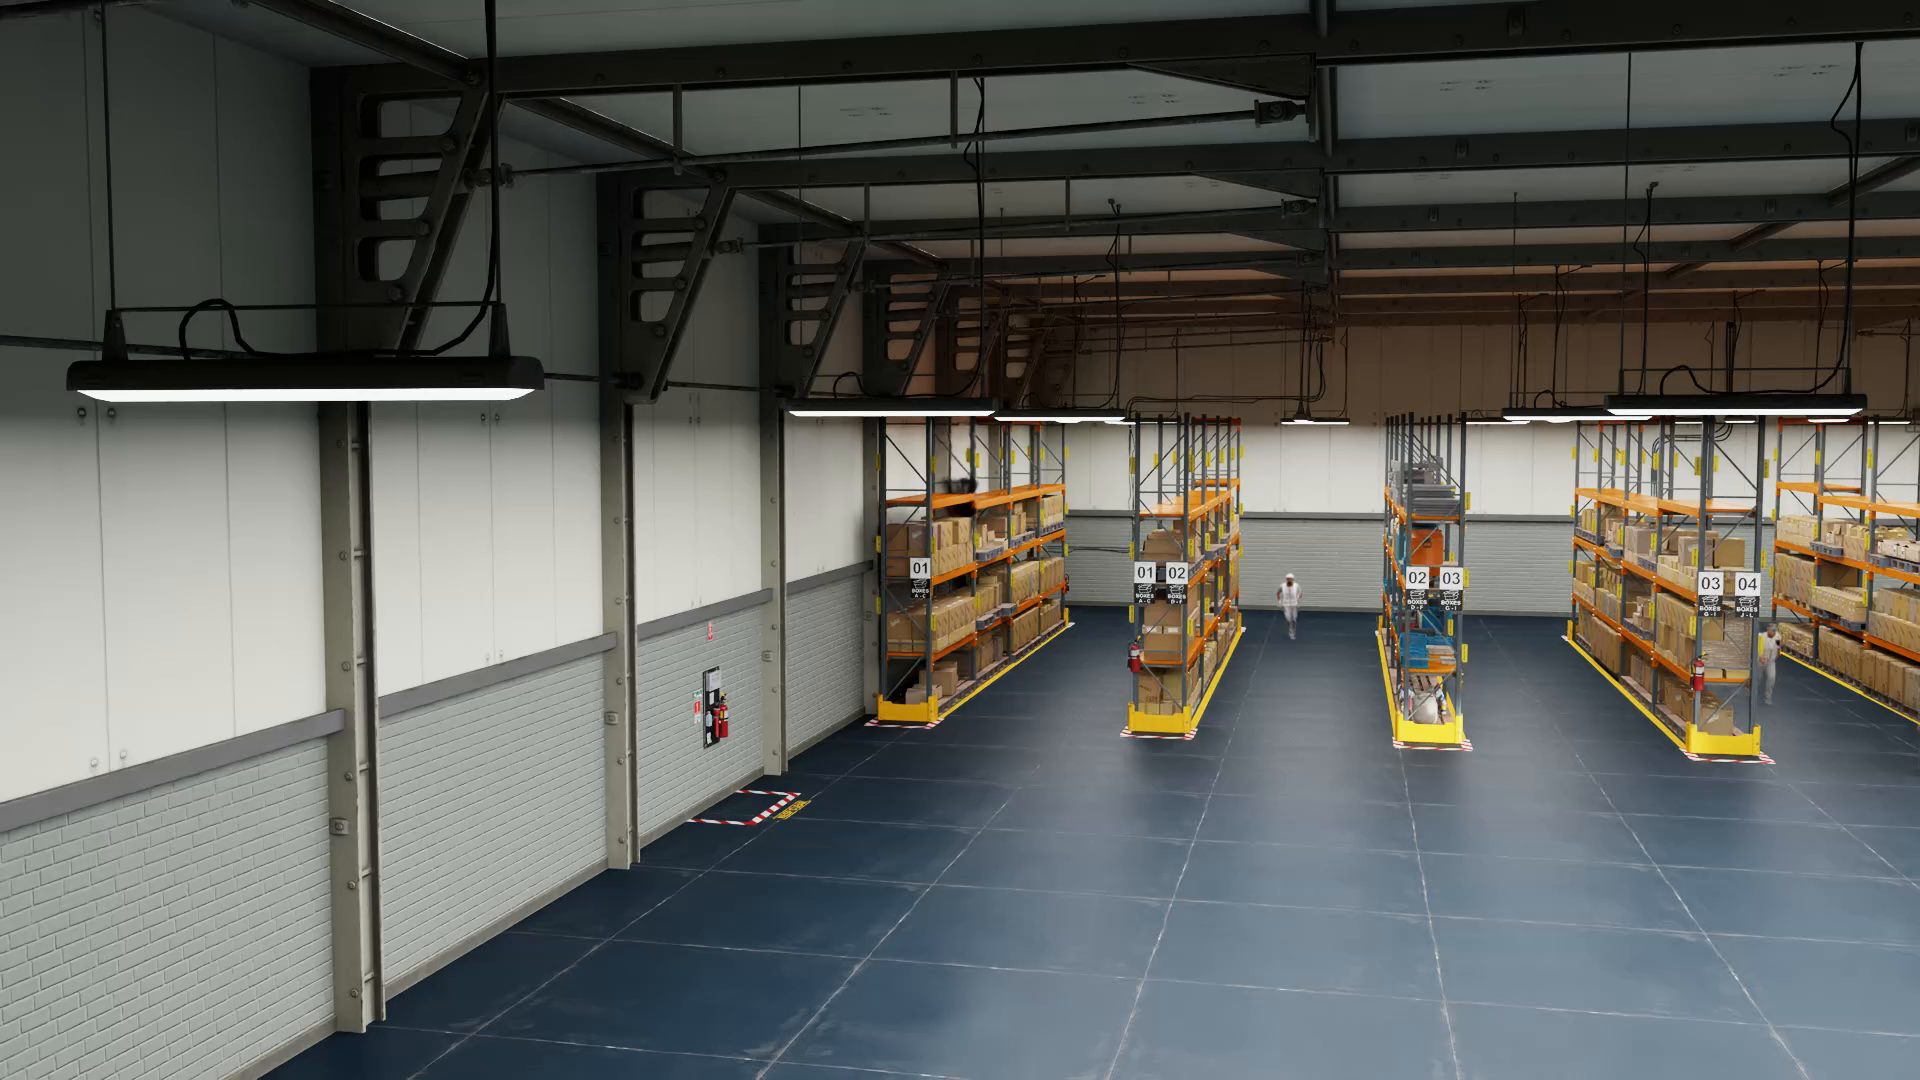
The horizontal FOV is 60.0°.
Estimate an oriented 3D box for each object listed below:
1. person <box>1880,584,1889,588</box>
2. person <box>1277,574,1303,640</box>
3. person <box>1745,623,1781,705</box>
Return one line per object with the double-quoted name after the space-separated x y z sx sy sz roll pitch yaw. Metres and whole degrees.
23.011 1.994 41.386 0.660 1.790 0.984 0 4 7 "person"
8.948 1.799 45.126 0.677 1.798 0.886 0 4 3 "person"
16.764 2.558 34.760 0.687 1.735 0.998 0 4 -6 "person"
